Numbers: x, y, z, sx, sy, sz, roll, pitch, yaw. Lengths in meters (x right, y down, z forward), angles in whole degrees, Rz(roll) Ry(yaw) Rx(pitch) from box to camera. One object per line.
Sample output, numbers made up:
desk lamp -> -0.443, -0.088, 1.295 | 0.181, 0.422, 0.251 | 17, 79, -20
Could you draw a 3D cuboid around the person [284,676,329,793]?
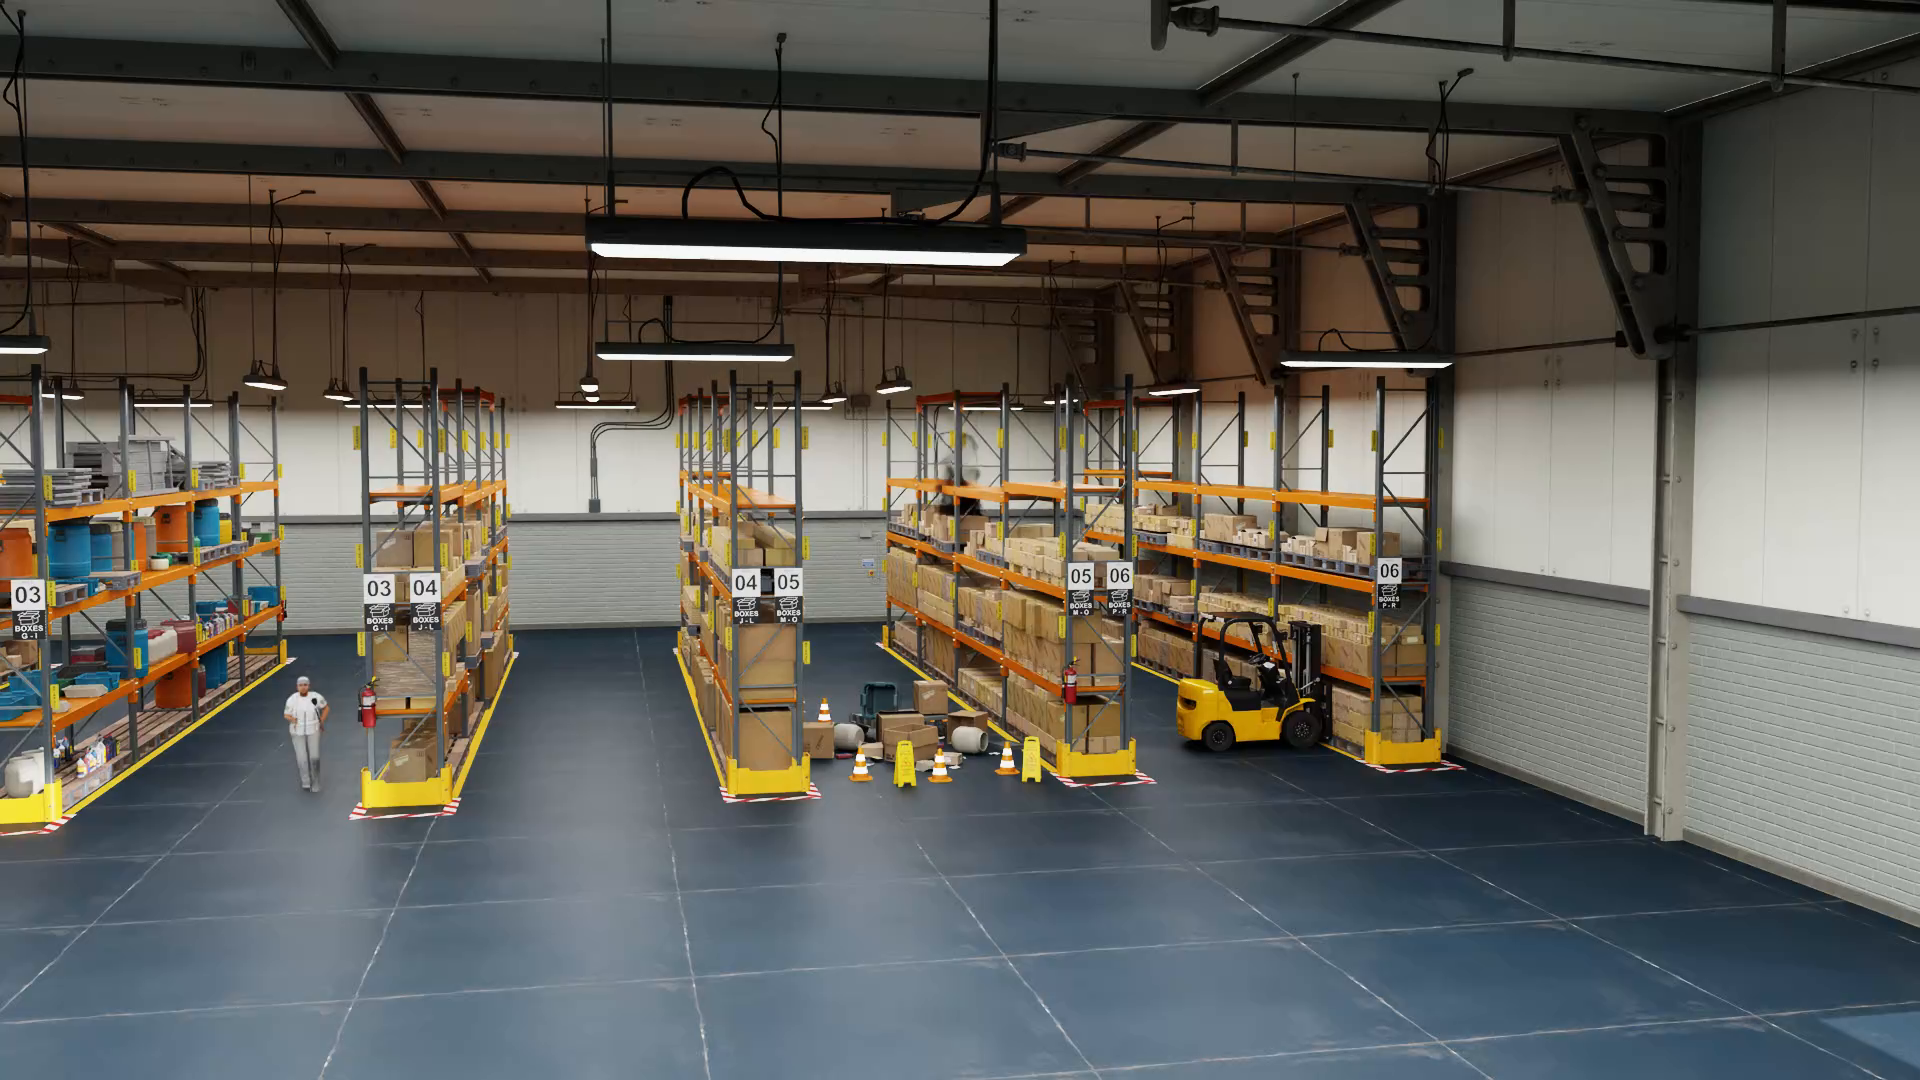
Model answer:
person -> -9.307, 2.777, 23.675 | 0.580, 1.680, 0.685 | -1, 4, -17
